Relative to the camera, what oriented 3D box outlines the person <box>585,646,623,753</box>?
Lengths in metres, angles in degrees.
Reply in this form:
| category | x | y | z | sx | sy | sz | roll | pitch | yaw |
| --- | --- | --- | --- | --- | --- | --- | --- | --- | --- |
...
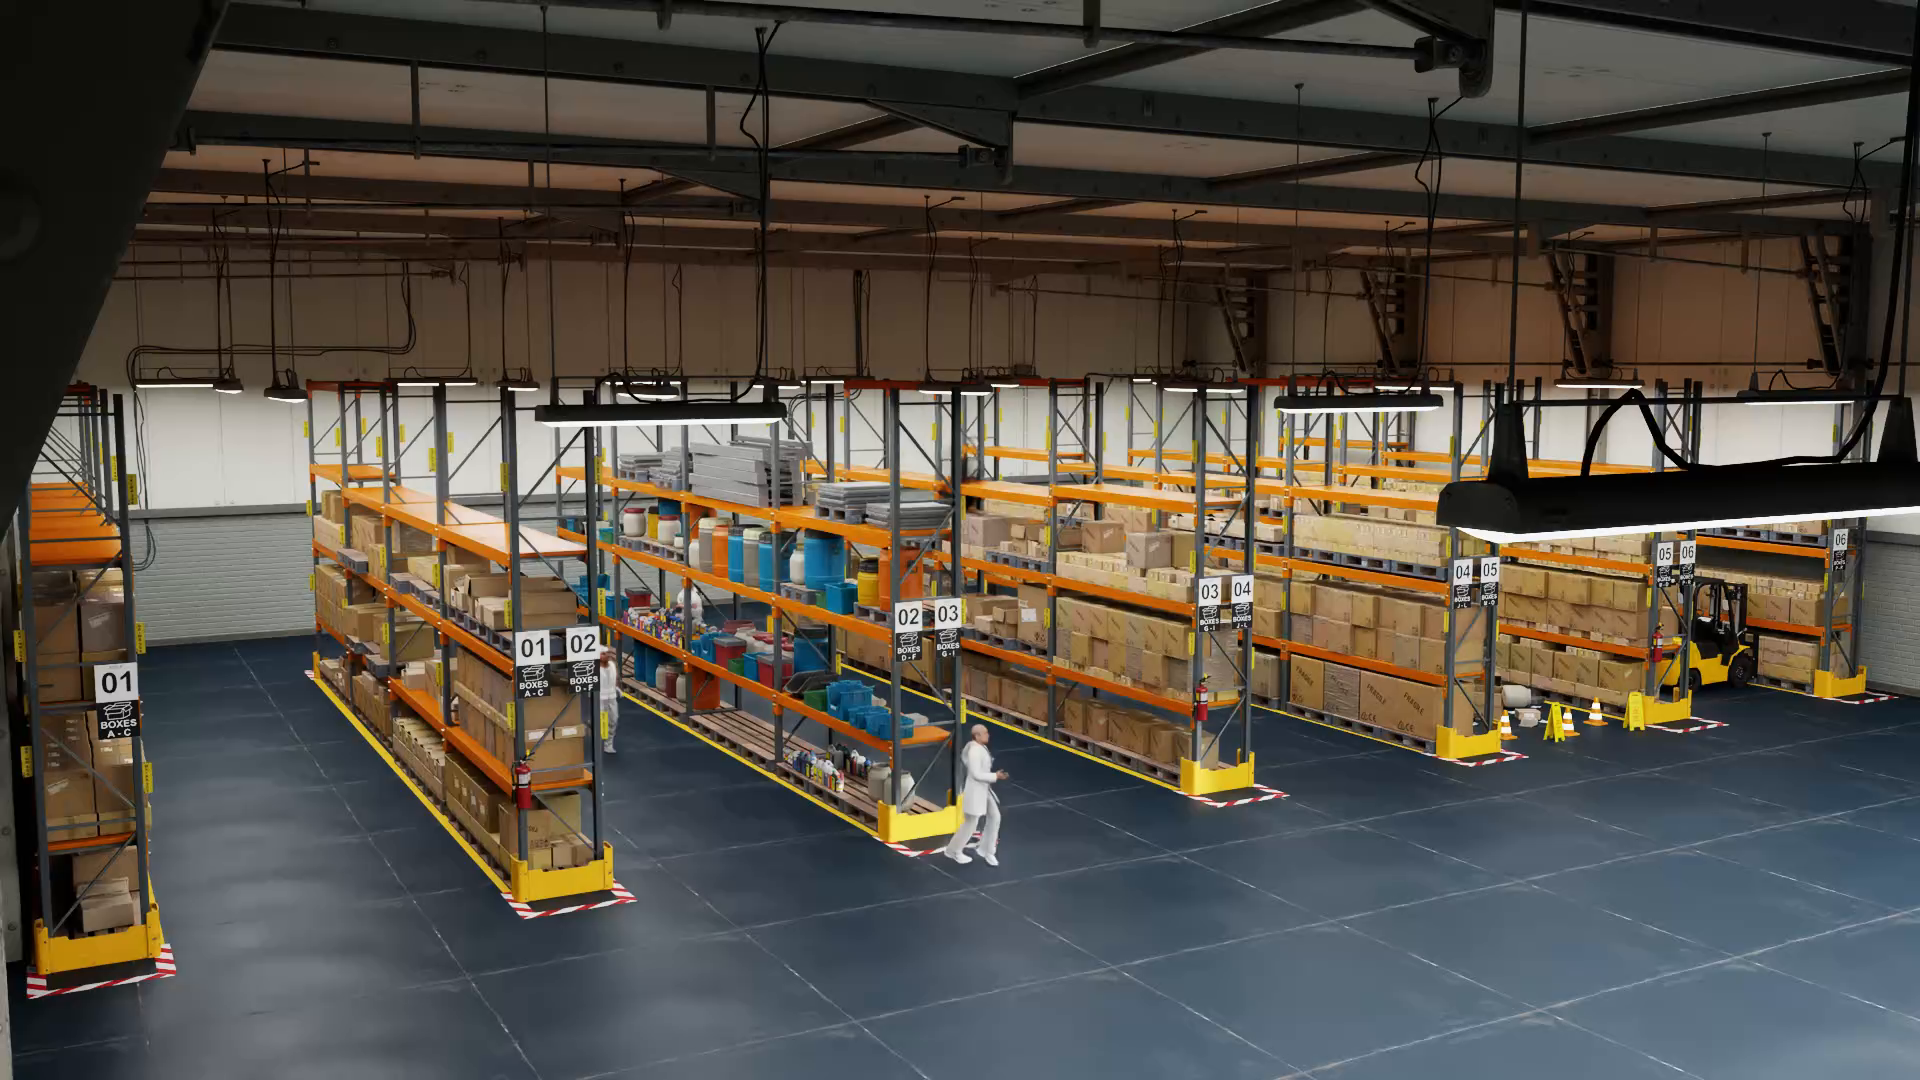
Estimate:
| category | x | y | z | sx | sy | sz | roll | pitch | yaw |
| --- | --- | --- | --- | --- | --- | --- | --- | --- | --- |
| person | -5.830 | 2.591 | 27.163 | 0.681 | 1.750 | 0.731 | -5 | 8 | -41 |

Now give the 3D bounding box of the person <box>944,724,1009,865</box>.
| category | x | y | z | sx | sy | sz | roll | pitch | yaw |
| --- | --- | --- | --- | --- | --- | --- | --- | --- | --- |
| person | 0.220 | 3.239 | 20.976 | 0.831 | 1.866 | 0.741 | 1 | 6 | 11 |

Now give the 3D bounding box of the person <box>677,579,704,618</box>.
| category | x | y | z | sx | sy | sz | roll | pitch | yaw |
| --- | --- | --- | --- | --- | --- | --- | --- | --- | --- |
| person | -5.792 | 1.669 | 35.639 | 0.629 | 1.850 | 0.689 | -4 | 7 | -35 |
